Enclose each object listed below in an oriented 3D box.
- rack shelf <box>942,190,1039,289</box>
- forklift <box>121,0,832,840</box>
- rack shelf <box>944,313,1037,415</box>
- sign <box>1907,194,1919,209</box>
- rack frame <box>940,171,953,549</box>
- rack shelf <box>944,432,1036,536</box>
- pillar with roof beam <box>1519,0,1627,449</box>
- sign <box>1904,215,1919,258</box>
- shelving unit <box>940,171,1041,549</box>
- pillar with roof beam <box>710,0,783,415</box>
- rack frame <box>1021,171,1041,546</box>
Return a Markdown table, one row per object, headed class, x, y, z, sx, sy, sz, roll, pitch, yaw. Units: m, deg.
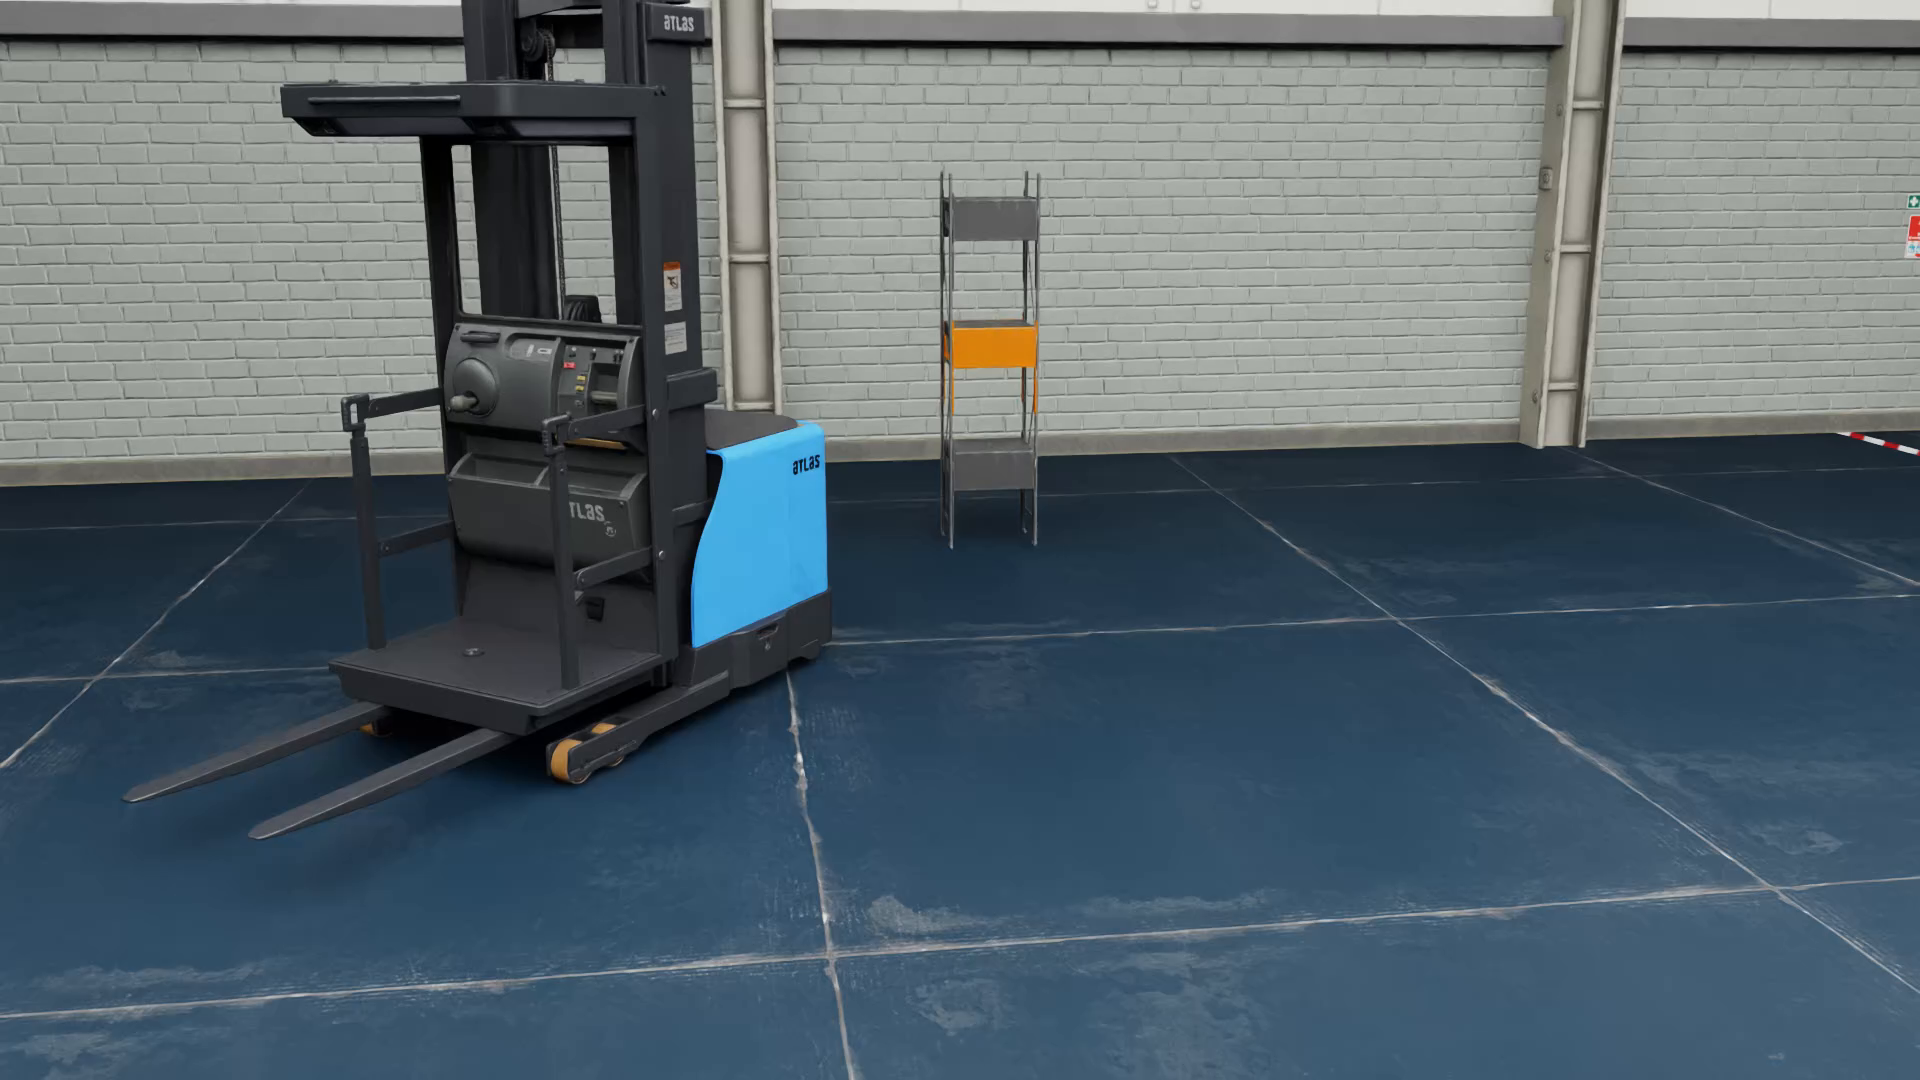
| class | x | y | z | sx | sy | sz | roll | pitch | yaw |
| --- | --- | --- | --- | --- | --- | --- | --- | --- | --- |
| rack shelf | 0.164 | -1.690 | 9.323 | 0.480 | 0.518 | 0.431 | -2 | 14 | -8 |
| forklift | -1.732 | -0.645 | 6.270 | 1.130 | 2.935 | 3.031 | 8 | 16 | 28 |
| rack shelf | 0.164 | -1.011 | 9.494 | 0.480 | 0.518 | 0.431 | -2 | 14 | -8 |
| sign | 7.413 | -2.596 | 12.745 | 0.331 | 0.109 | 0.001 | -2 | 14 | -8 |
| rack frame | -0.078 | -1.016 | 9.455 | 0.015 | 2.100 | 0.400 | -2 | 14 | -8 |
| rack shelf | 0.164 | -0.332 | 9.664 | 0.480 | 0.518 | 0.431 | -2 | 14 | -8 |
| pillar with roof beam | 5.127 | -4.056 | 7.397 | 0.400 | 9.000 | 9.100 | -2 | 14 | -8 |
| sign | 7.408 | -2.341 | 12.817 | 0.234 | 0.329 | 0.001 | -2 | 14 | -8 |
| shelving unit | 0.164 | -1.024 | 9.490 | 0.503 | 2.100 | 0.431 | -2 | 14 | -8 |
| pillar with roof beam | -0.806 | -3.839 | 6.530 | 0.400 | 9.000 | 9.100 | -2 | 14 | -8 |
| rack frame | 0.405 | -1.033 | 9.526 | 0.015 | 2.100 | 0.400 | -2 | 14 | -8 |
